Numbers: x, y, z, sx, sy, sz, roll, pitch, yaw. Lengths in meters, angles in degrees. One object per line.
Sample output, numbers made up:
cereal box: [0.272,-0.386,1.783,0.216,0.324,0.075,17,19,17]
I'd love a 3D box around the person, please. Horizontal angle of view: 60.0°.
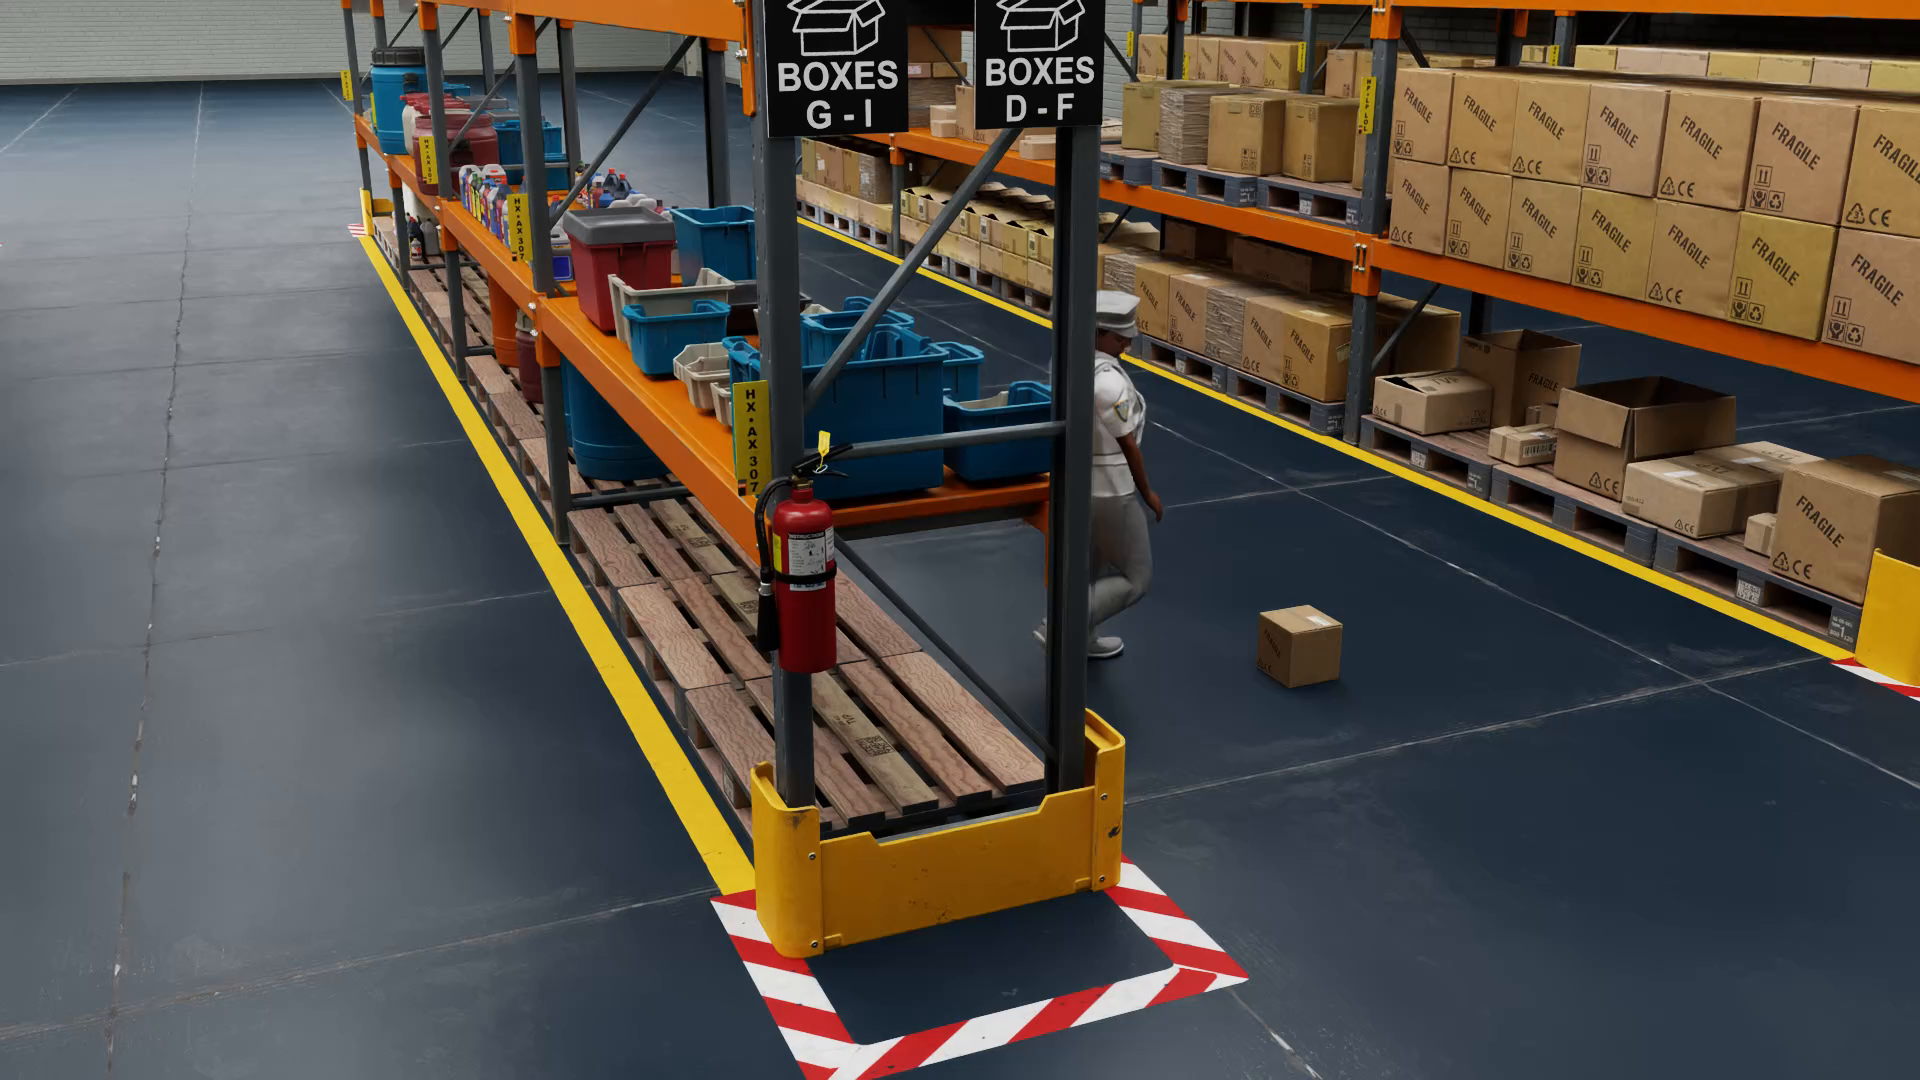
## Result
person: [0.513,-0.200,6.743,0.597,1.640,0.513,-8,20,-22]
